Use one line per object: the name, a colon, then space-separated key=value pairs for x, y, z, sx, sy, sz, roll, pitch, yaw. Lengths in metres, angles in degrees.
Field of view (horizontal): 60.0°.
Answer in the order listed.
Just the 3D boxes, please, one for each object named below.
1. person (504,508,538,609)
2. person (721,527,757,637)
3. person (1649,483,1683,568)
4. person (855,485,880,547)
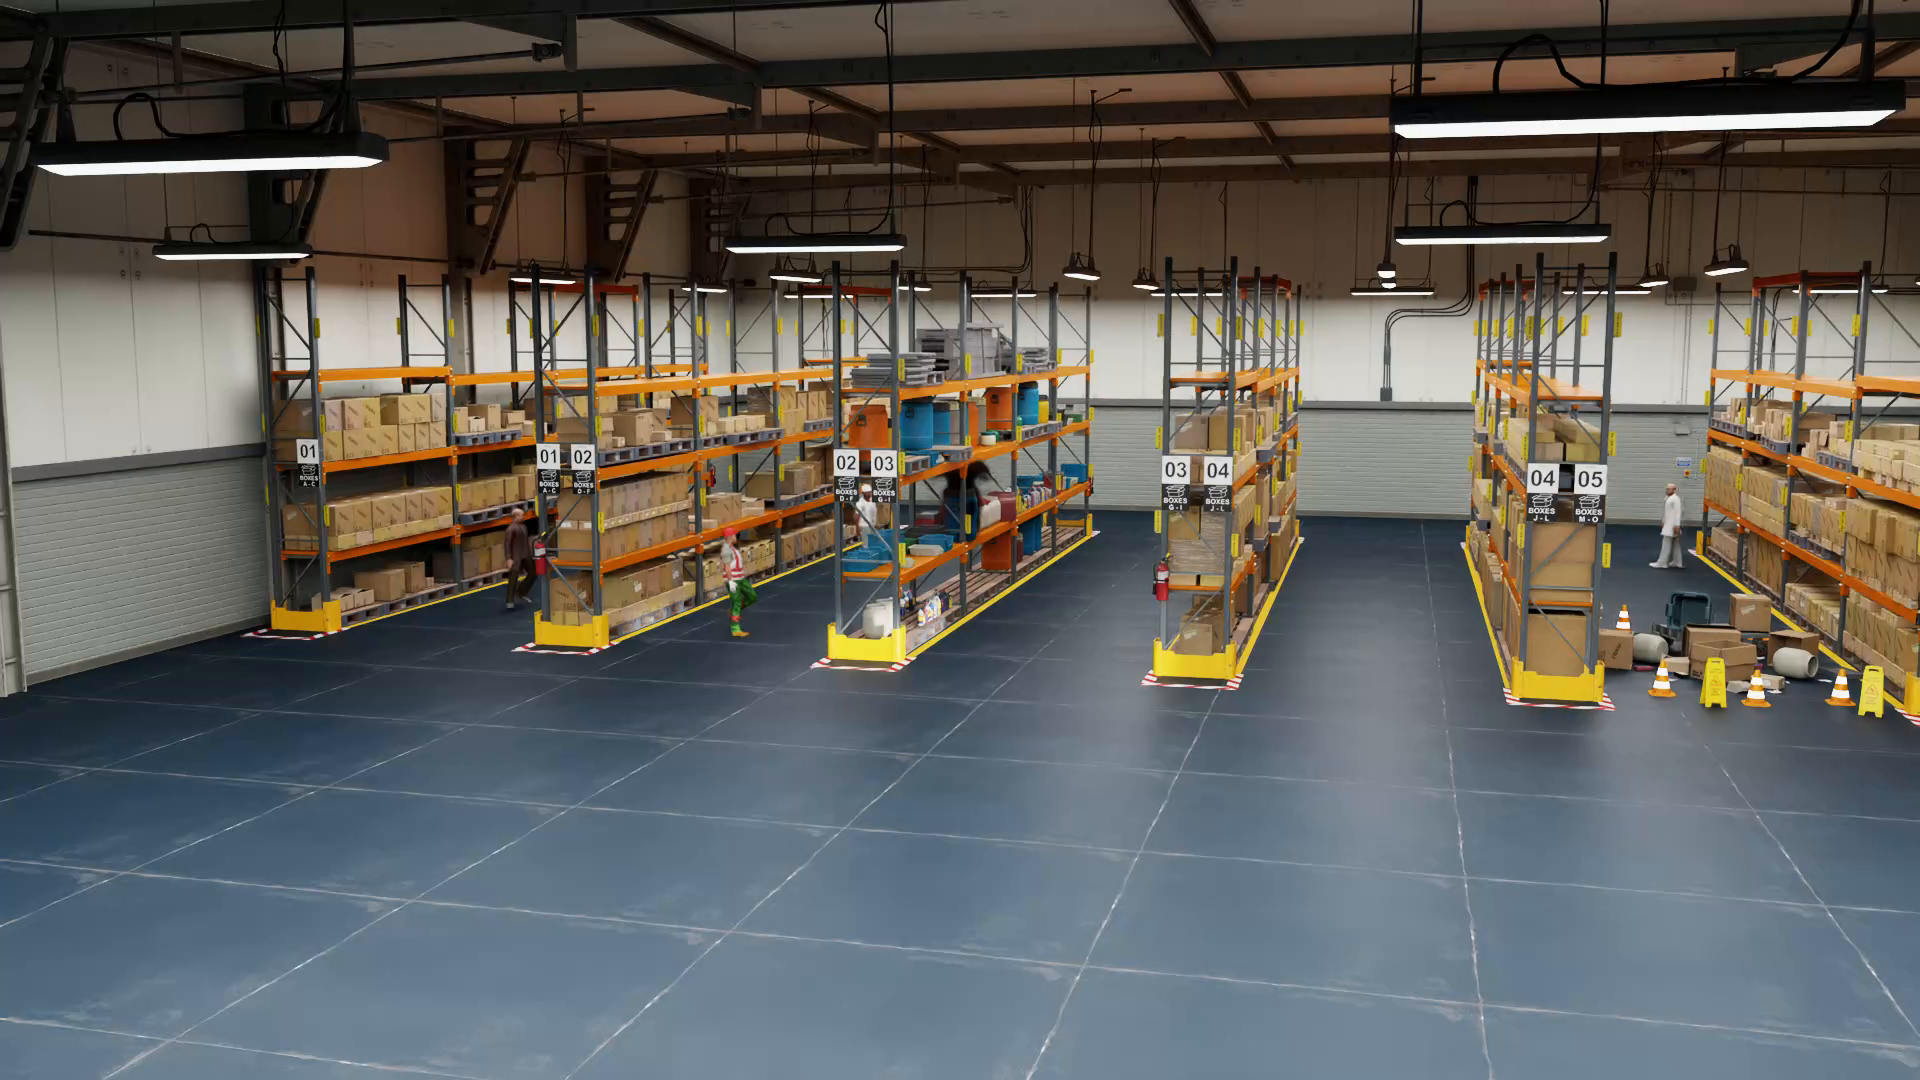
person: x=-7.983 y=0.313 z=29.965 sx=0.495 sy=1.779 sz=0.722 roll=4 pitch=8 yaw=31
person: x=-3.658 y=0.679 z=27.248 sx=0.556 sy=1.785 sz=0.615 roll=2 pitch=7 yaw=14
person: x=14.924 y=-0.315 z=35.029 sx=0.637 sy=1.770 sz=0.623 roll=4 pitch=8 yaw=26
person: x=-1.878 y=-0.265 z=34.691 sx=0.528 sy=1.787 sz=0.603 roll=4 pitch=8 yaw=27
